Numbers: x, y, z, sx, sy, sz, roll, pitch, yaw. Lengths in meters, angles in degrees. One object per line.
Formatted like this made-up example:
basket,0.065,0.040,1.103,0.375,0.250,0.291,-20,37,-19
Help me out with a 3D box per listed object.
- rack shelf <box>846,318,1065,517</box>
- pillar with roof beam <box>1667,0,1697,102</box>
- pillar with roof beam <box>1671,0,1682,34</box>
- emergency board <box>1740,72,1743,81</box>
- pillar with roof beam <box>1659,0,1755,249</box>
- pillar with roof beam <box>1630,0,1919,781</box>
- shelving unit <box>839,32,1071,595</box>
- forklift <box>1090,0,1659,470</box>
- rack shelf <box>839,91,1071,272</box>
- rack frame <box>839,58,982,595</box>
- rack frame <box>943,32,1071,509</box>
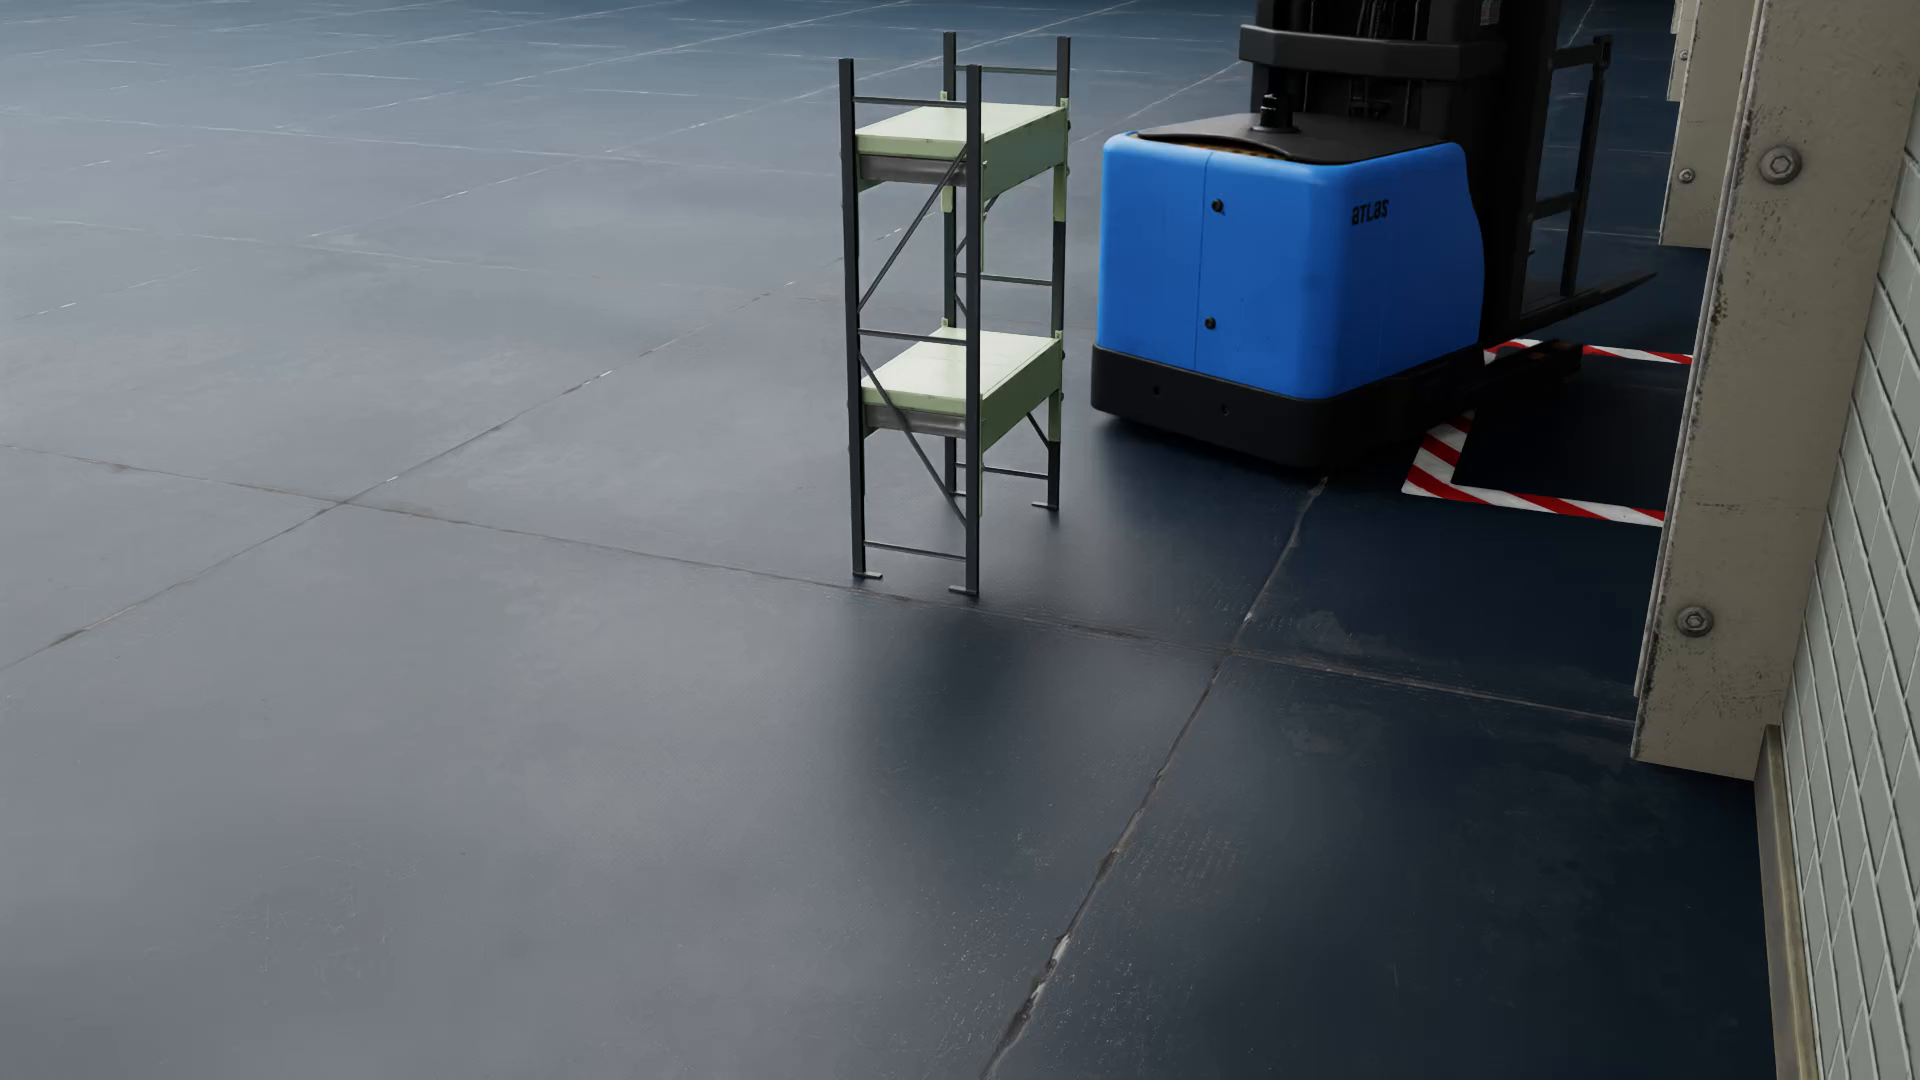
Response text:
rack shelf,0.002,-0.394,5.092,0.431,0.370,0.720,9,24,20
pillar with roof beam,2.287,-8.586,14.131,9.100,9.000,0.400,9,24,20
pillar with roof beam,4.516,-10.733,19.271,9.100,9.000,0.400,9,24,20
emergency board,2.780,-1.786,5.635,0.194,1.169,0.643,9,24,20
pillar with roof beam,0.059,-6.439,8.990,9.100,9.000,0.400,9,24,20
pillar with roof beam,-2.170,-4.292,3.850,9.100,9.000,0.400,9,24,20
shelving unit,0.002,-0.694,4.967,0.431,1.500,0.755,9,24,20
forklift,1.896,-2.065,6.390,3.031,2.935,1.130,-21,30,-40
rack shelf,0.002,-1.055,4.816,0.431,0.370,0.720,9,24,20
rack frame,-0.133,-0.563,4.653,0.400,1.500,0.023,9,24,20
rack frame,0.138,-0.825,5.280,0.400,1.500,0.023,9,24,20
